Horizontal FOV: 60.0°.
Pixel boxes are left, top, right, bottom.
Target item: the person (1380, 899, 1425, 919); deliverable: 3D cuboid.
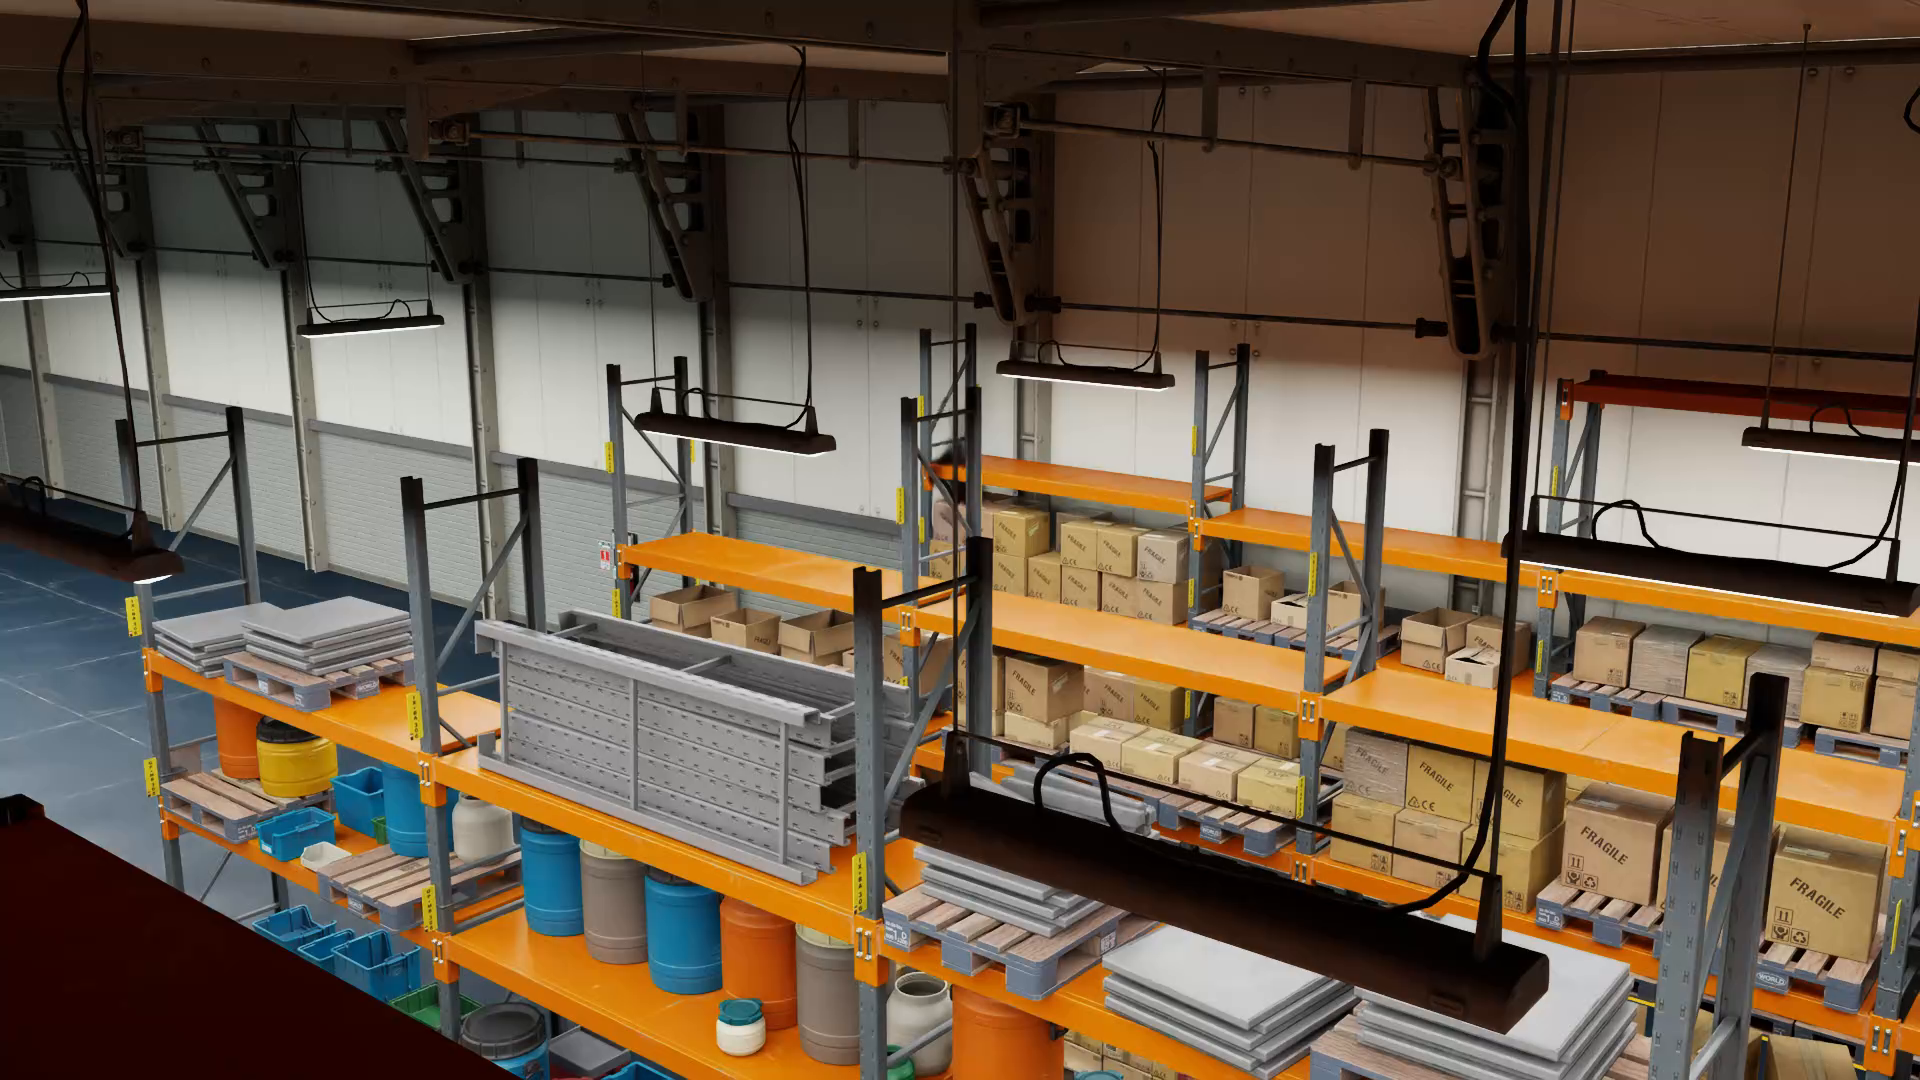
[{"bbox_3d":[3.907,3.872,15.297,0.648,1.679,0.616,10,16,39],"label":"person"}]
